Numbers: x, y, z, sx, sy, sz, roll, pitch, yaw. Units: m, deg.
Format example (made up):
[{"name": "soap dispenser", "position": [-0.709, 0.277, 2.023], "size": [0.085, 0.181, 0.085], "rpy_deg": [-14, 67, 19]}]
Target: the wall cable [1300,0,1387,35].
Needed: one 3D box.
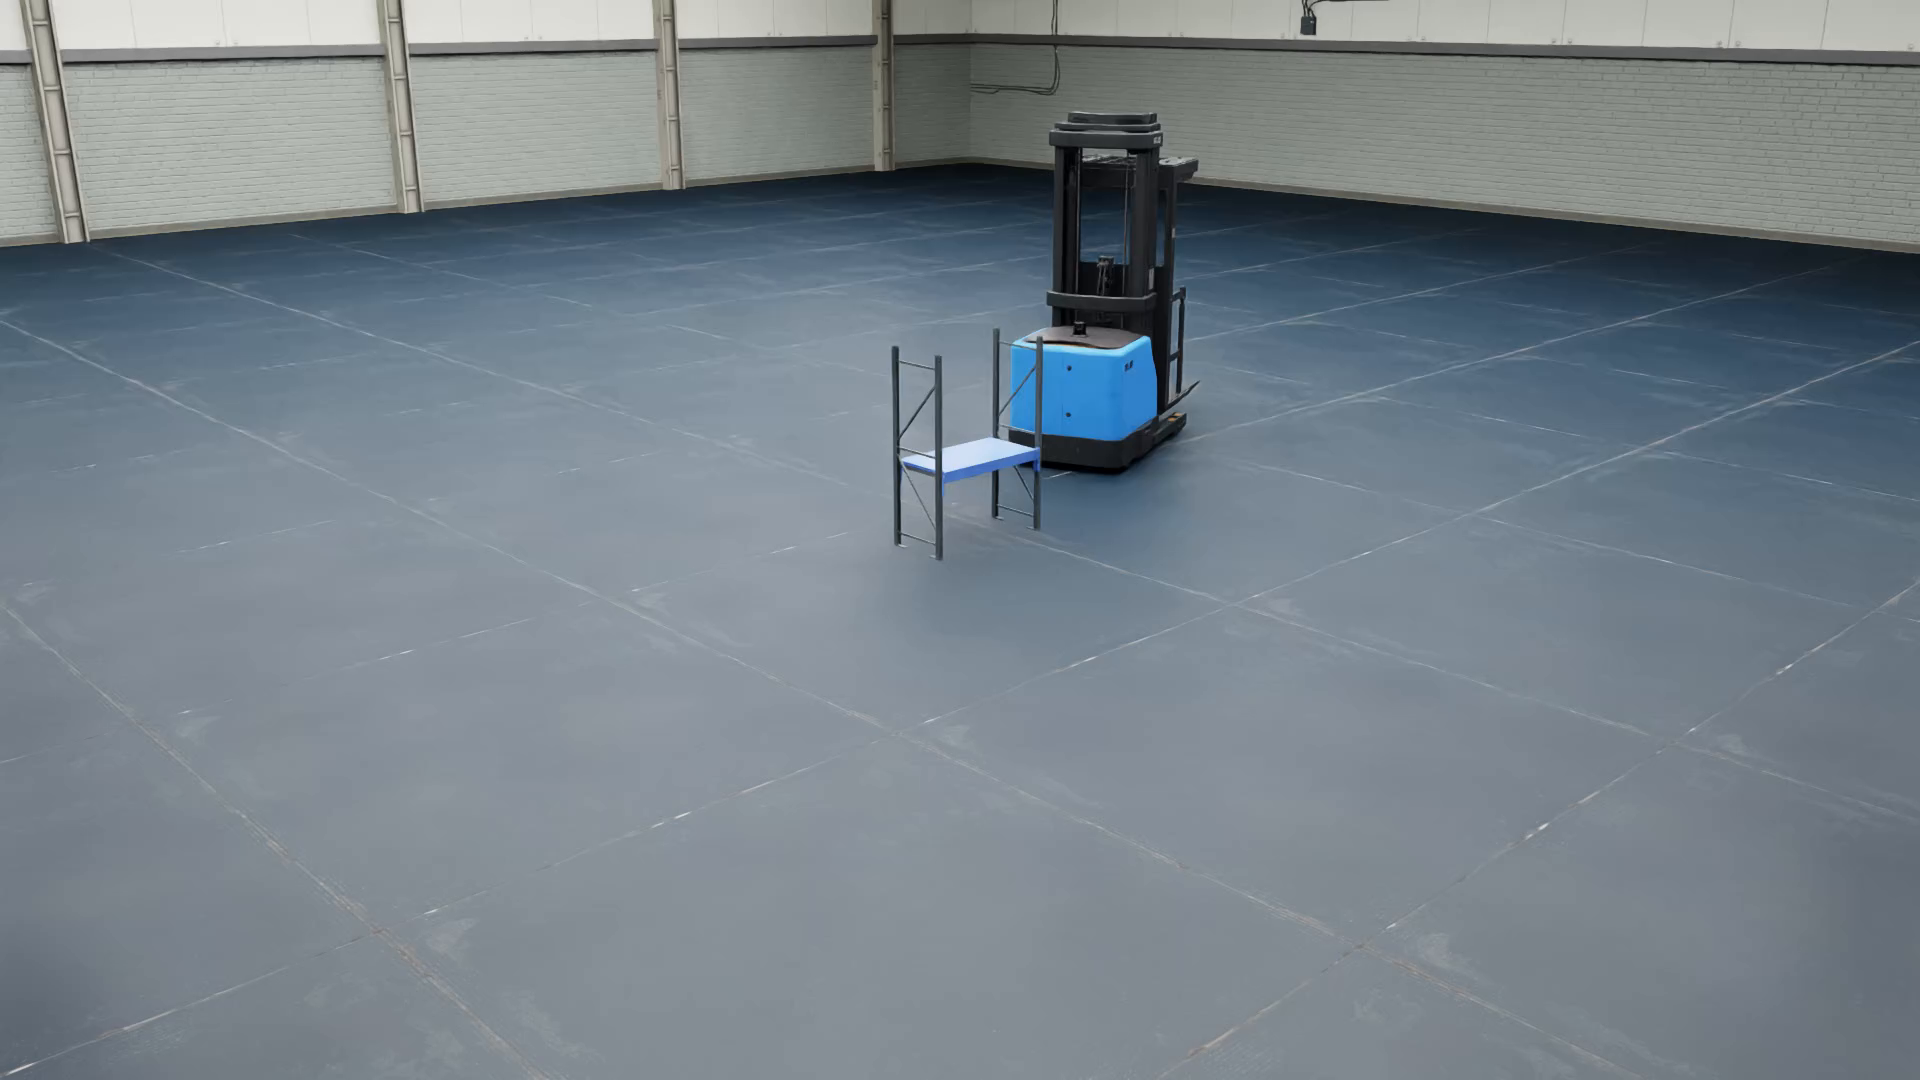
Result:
[{"name": "wall cable", "position": [7.760, -12.925, 32.244], "size": [0.169, 6.003, 2.305], "rpy_deg": [-16, 24, -41]}]

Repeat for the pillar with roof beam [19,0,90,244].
[{"name": "pillar with roof beam", "position": [-11.921, -8.331, 23.590], "size": [0.400, 9.000, 9.100], "rpy_deg": [-16, 24, -41]}]

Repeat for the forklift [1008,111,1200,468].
[{"name": "forklift", "position": [1.487, -2.416, 15.183], "size": [1.130, 2.935, 3.031], "rpy_deg": [8, 20, 23]}]

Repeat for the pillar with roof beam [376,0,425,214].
[{"name": "pillar with roof beam", "position": [-7.561, -9.603, 27.511], "size": [0.400, 9.000, 9.100], "rpy_deg": [-16, 24, -41]}]

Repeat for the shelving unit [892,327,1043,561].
[{"name": "shelving unit", "position": [0.062, -0.732, 12.309], "size": [1.048, 1.500, 0.538], "rpy_deg": [-16, 24, -41]}]

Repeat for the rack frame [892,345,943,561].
[{"name": "rack frame", "position": [-0.307, -0.624, 11.977], "size": [0.032, 1.500, 0.500], "rpy_deg": [-16, 24, -41]}]

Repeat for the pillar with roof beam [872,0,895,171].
[{"name": "pillar with roof beam", "position": [1.158, -12.145, 35.354], "size": [0.400, 9.000, 9.100], "rpy_deg": [-16, 24, -41]}]

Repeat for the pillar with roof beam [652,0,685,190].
[{"name": "pillar with roof beam", "position": [-3.202, -10.874, 31.433], "size": [0.400, 9.000, 9.100], "rpy_deg": [-16, 24, -41]}]

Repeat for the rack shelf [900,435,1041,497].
[{"name": "rack shelf", "position": [0.062, -0.560, 12.365], "size": [1.000, 0.185, 0.538], "rpy_deg": [-16, 24, -41]}]

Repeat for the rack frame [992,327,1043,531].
[{"name": "rack frame", "position": [0.431, -0.839, 12.641], "size": [0.032, 1.500, 0.500], "rpy_deg": [-16, 24, -41]}]

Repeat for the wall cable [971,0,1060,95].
[{"name": "wall cable", "position": [1.249, -11.961, 39.820], "size": [0.112, 2.526, 3.097], "rpy_deg": [-16, 24, -41]}]
